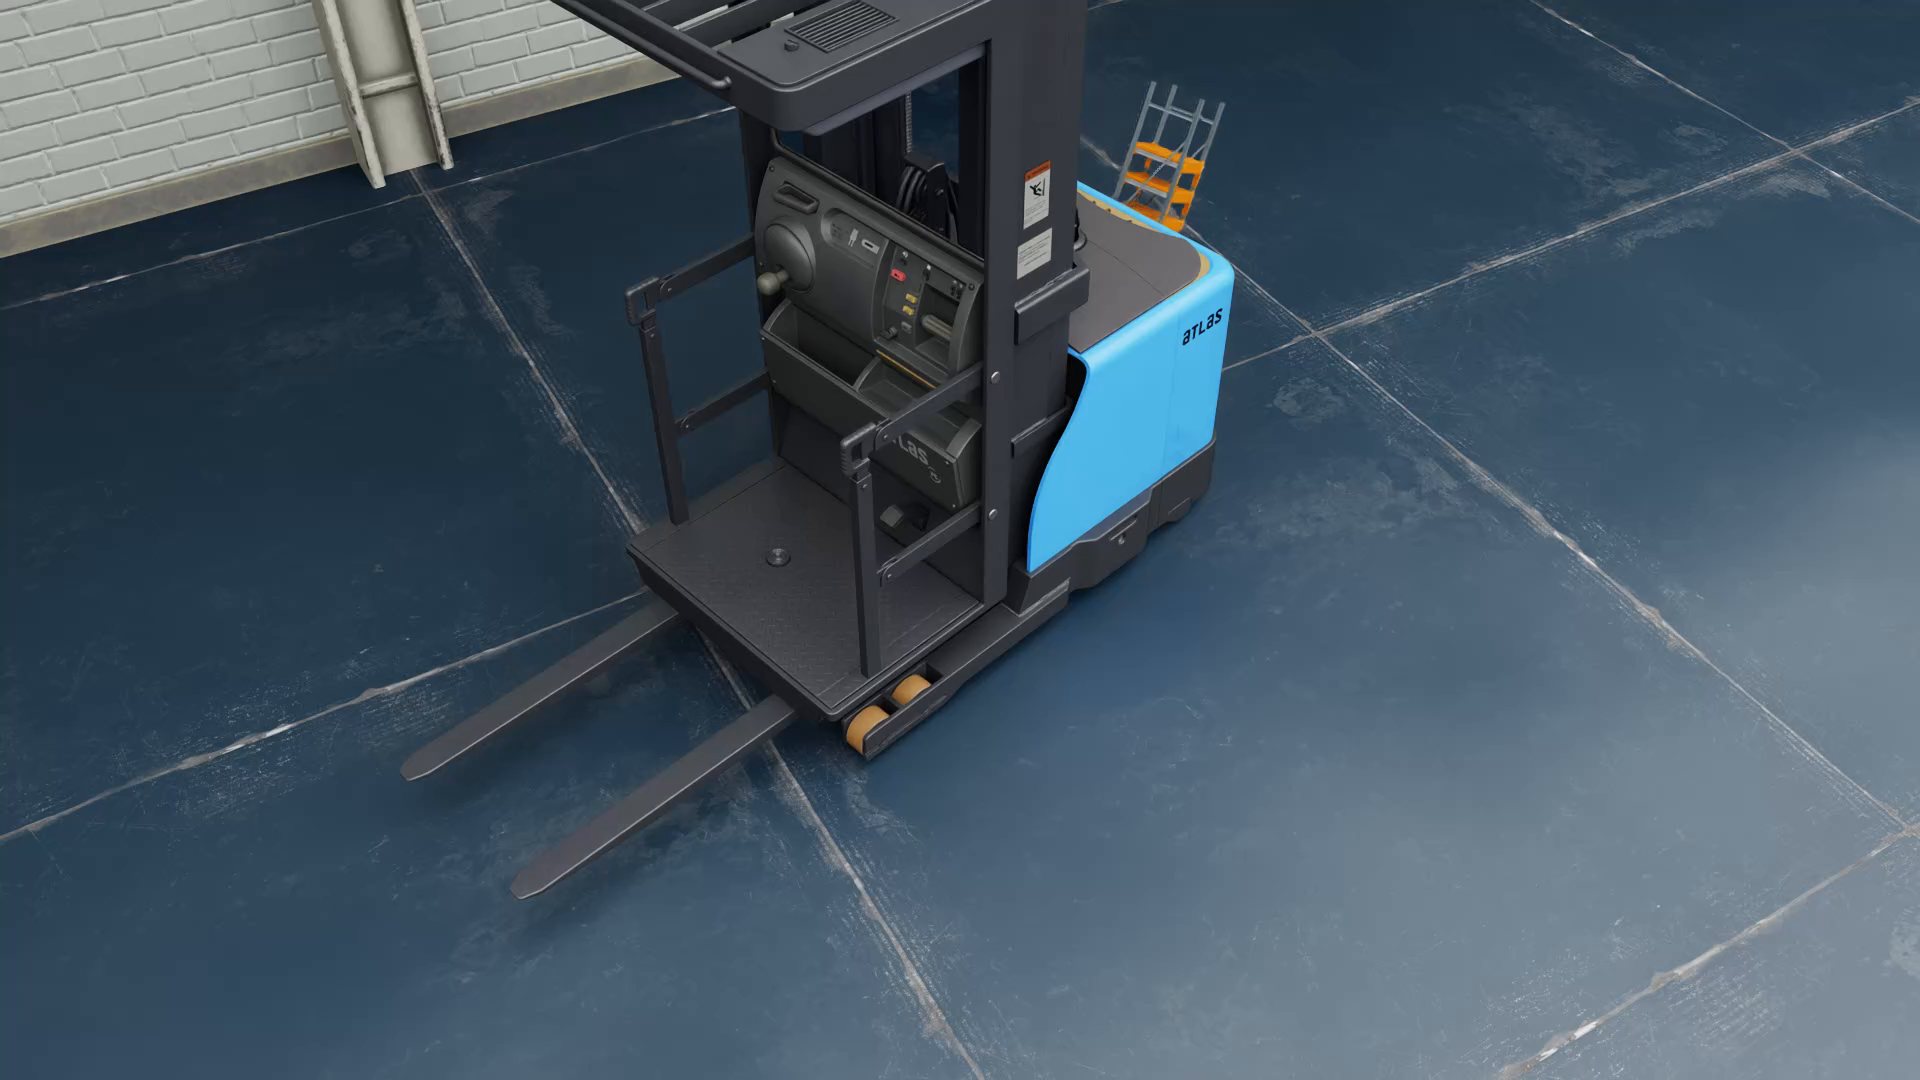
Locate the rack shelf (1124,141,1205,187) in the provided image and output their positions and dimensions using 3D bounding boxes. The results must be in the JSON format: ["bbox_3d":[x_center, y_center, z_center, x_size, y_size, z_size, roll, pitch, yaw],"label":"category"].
[{"bbox_3d":[0.805,-1.483,6.548,0.258,0.103,0.180,29,23,26],"label":"rack shelf"}]

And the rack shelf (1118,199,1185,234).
[{"bbox_3d":[0.736,-1.269,6.633,0.258,0.103,0.180,29,23,26],"label":"rack shelf"}]

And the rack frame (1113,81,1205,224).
[{"bbox_3d":[0.665,-1.188,6.585,0.240,1.200,0.006,29,23,26],"label":"rack frame"}]

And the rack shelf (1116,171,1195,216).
[{"bbox_3d":[0.771,-1.376,6.591,0.258,0.103,0.180,29,23,26],"label":"rack shelf"}]

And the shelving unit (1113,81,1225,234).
[{"bbox_3d":[0.715,-1.202,6.660,0.258,1.200,0.189,29,23,26],"label":"shelving unit"}]

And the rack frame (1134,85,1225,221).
[{"bbox_3d":[0.765,-1.216,6.735,0.240,1.200,0.006,29,23,26],"label":"rack frame"}]

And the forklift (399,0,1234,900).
[{"bbox_3d":[-0.443,-0.747,4.915,3.031,2.935,1.130,-35,54,-30],"label":"forklift"}]
